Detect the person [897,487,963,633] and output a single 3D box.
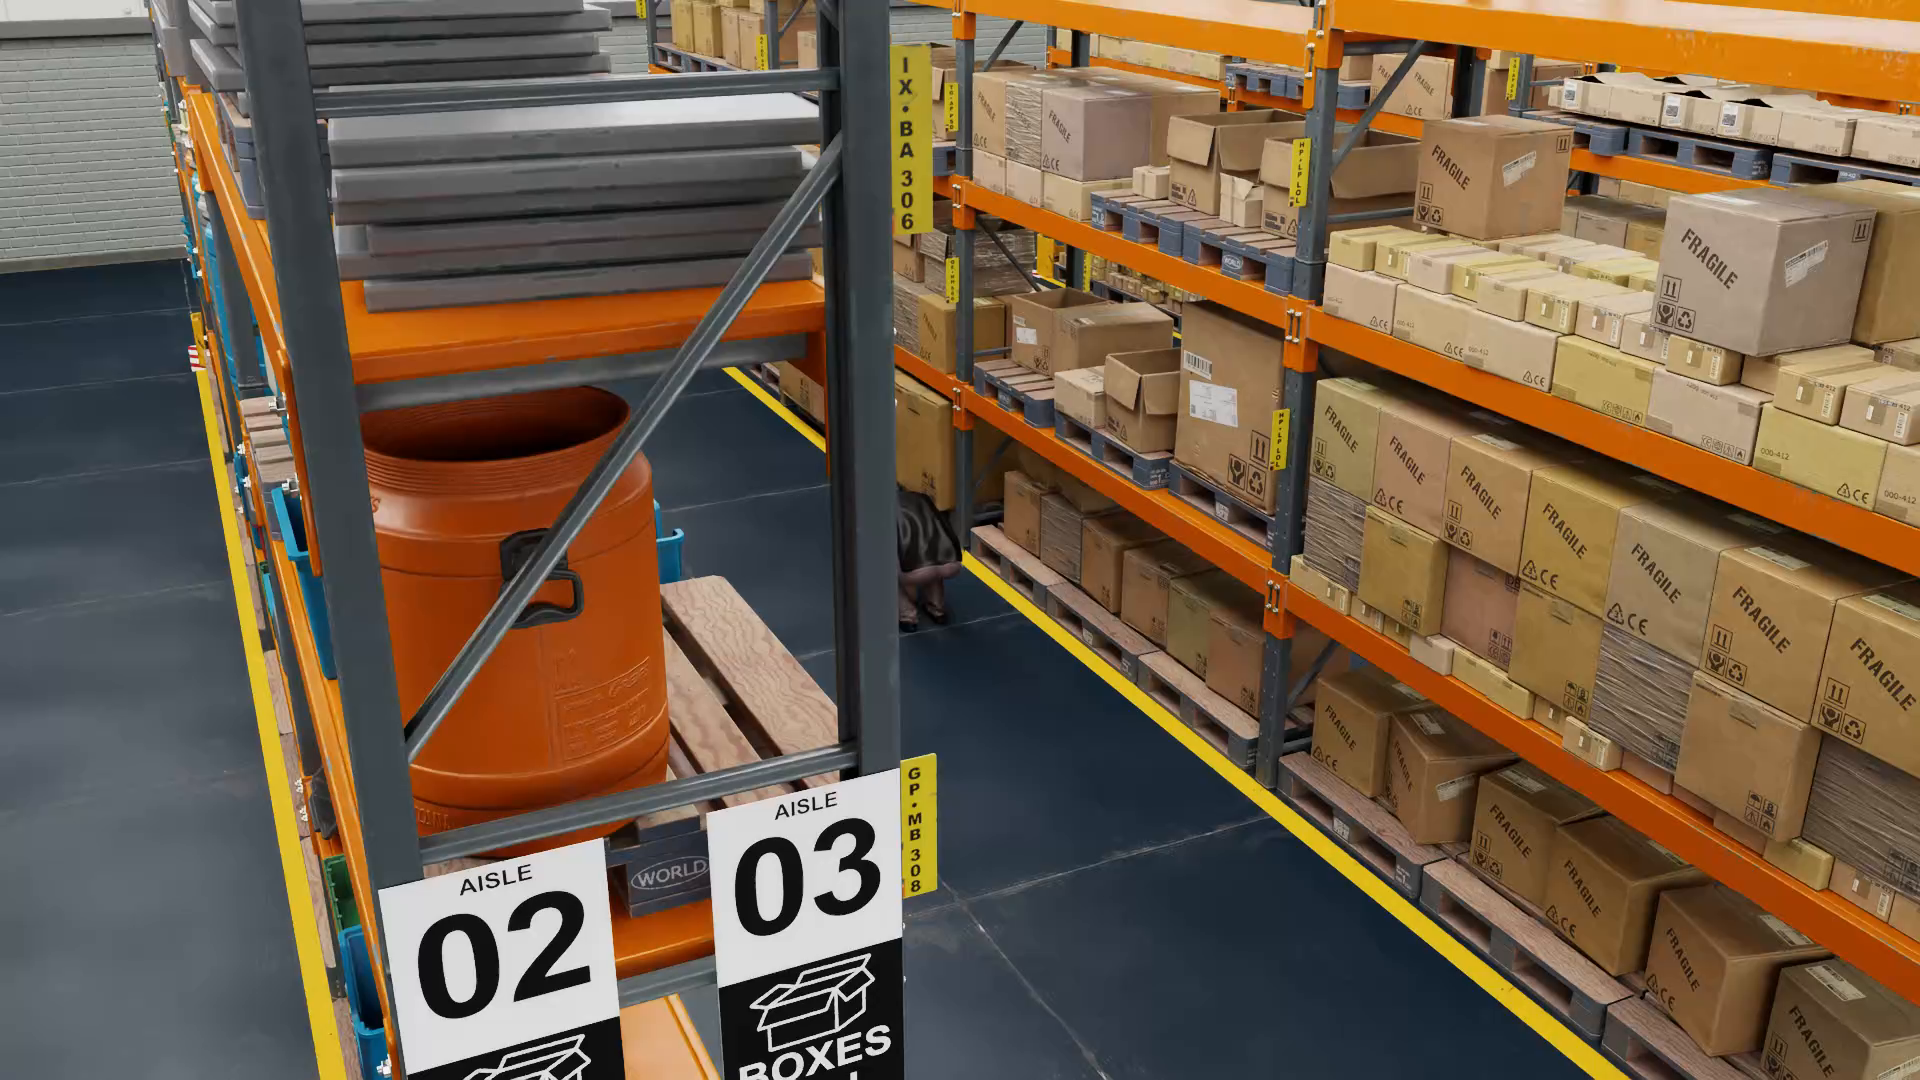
[{"bbox_3d":[-0.346,0.100,11.422,0.533,0.942,0.865,-10,24,-24],"label":"person"}]
